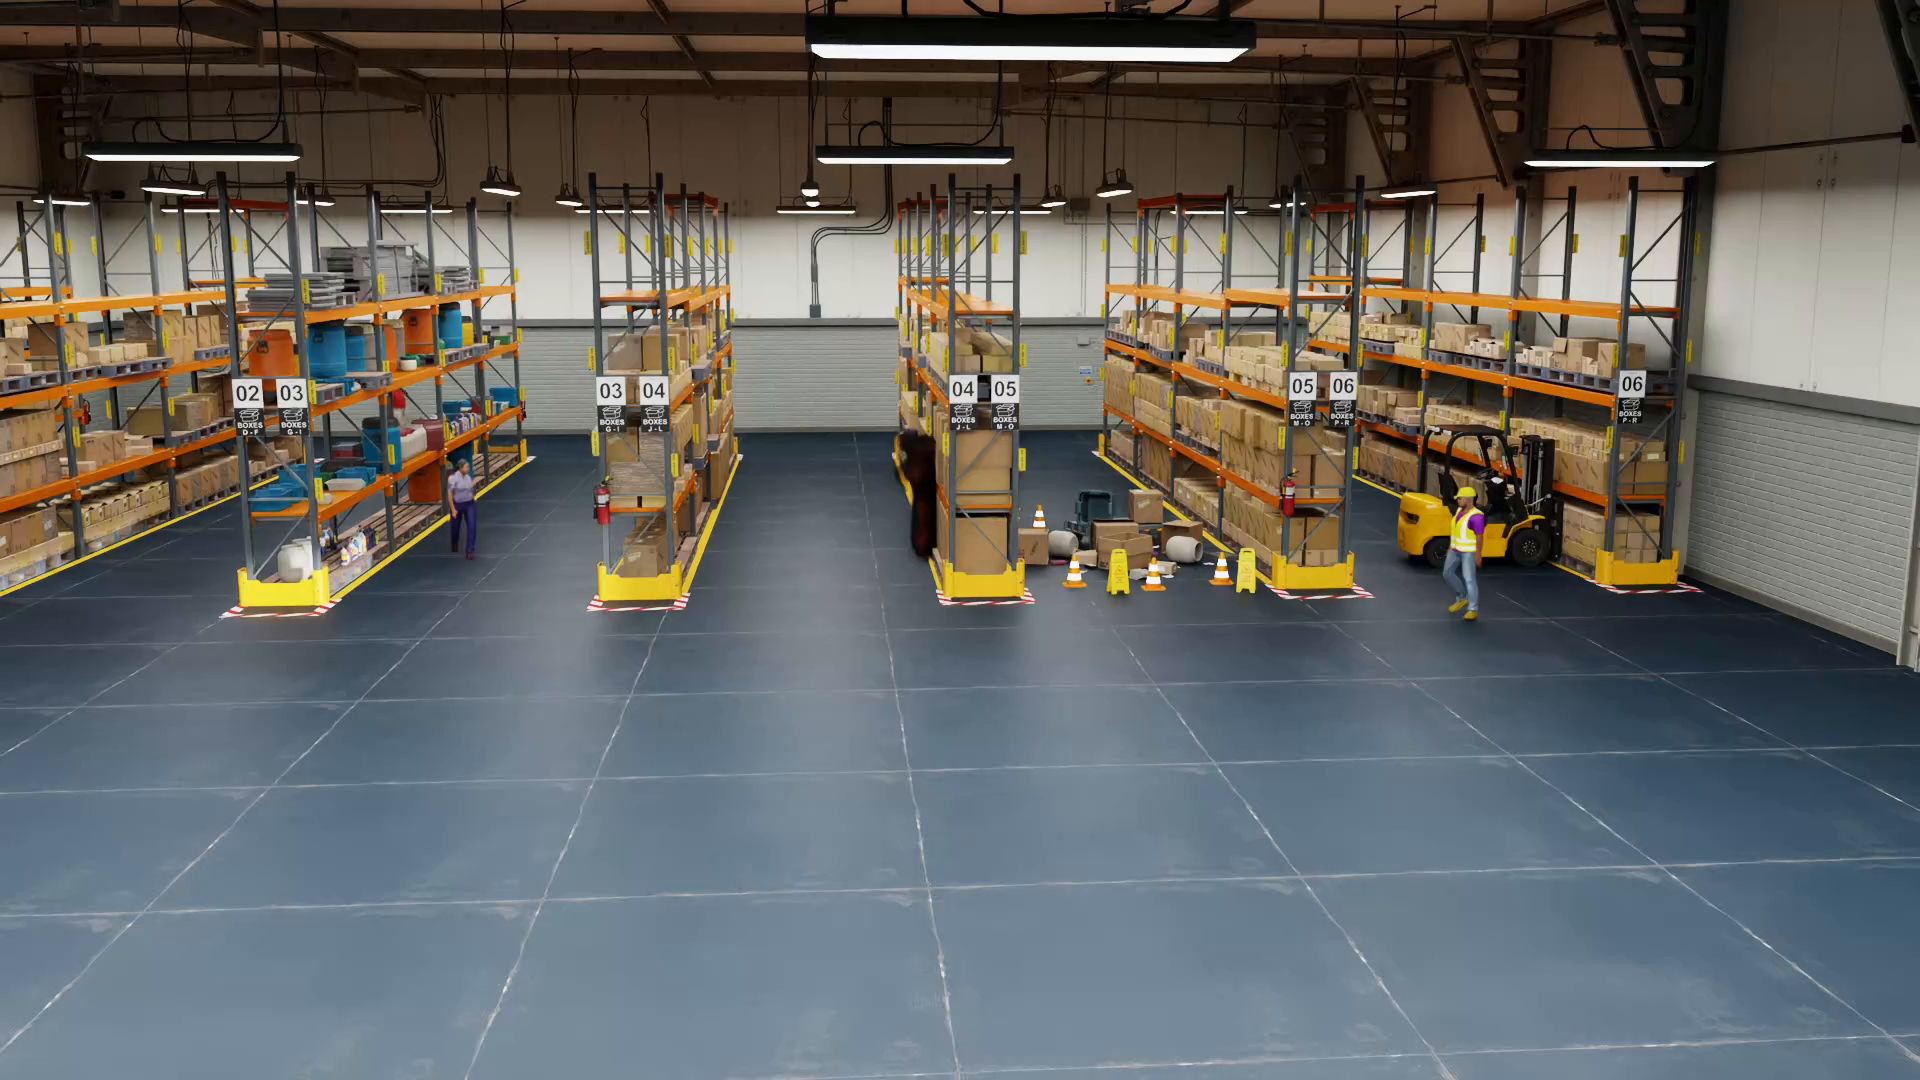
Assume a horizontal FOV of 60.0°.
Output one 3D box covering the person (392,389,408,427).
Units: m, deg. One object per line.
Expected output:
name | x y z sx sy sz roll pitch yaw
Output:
person | -14.154 -3.181 41.698 0.637 1.701 0.555 0 10 0

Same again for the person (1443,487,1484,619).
person | 6.903 0.156 22.640 0.424 1.773 0.627 -4 11 -20

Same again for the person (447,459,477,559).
person | -8.092 -0.521 27.003 0.459 1.586 0.846 -4 11 -21

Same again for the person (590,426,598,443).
person | -7.223 -1.776 33.870 0.625 1.619 1.028 0 10 0
